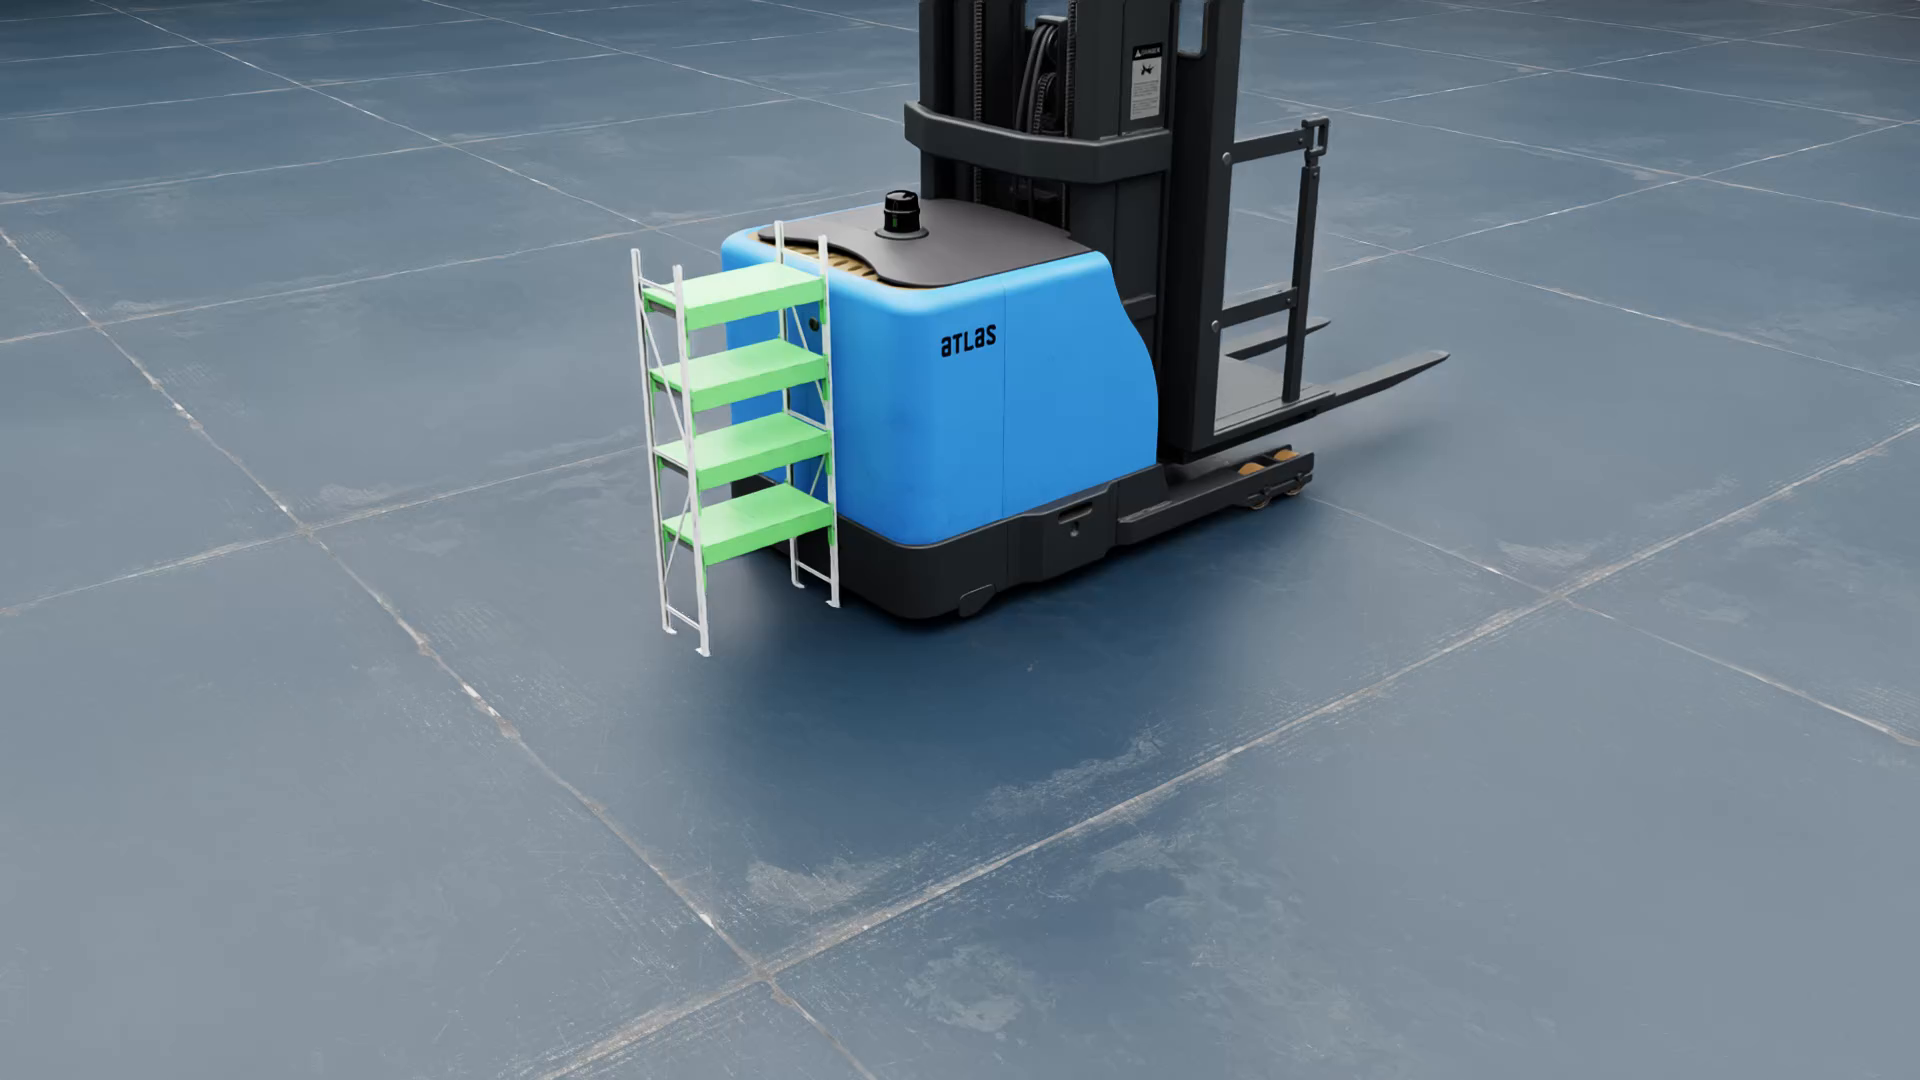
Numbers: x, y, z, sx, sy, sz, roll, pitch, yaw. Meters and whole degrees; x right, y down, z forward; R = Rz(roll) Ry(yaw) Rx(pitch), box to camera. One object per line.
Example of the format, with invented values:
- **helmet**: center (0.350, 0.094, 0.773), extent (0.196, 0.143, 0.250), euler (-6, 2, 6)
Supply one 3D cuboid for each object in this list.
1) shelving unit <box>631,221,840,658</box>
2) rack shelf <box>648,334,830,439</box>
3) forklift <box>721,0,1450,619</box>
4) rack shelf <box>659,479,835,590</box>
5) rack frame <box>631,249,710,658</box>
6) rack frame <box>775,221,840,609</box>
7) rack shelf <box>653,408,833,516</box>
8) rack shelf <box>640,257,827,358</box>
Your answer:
- **shelving unit**: center (-0.651, -0.298, 4.968), extent (0.503, 1.200, 0.258), euler (-20, 32, -36)
- **rack shelf**: center (-0.651, -0.458, 4.894), extent (0.480, 0.148, 0.258), euler (-20, 32, -36)
- **forklift**: center (0.665, -1.588, 5.691), extent (3.031, 2.935, 1.130), euler (-20, 32, -36)
- **rack shelf**: center (-0.651, -0.023, 5.096), extent (0.480, 0.148, 0.258), euler (-20, 32, -36)
- **rack frame**: center (-0.836, -0.231, 4.823), extent (0.015, 1.200, 0.240), euler (-20, 32, -36)
- **rack frame**: center (-0.467, -0.366, 5.112), extent (0.015, 1.200, 0.240), euler (-20, 32, -36)
- **rack shelf**: center (-0.651, -0.240, 4.995), extent (0.480, 0.148, 0.258), euler (-20, 32, -36)
- **rack shelf**: center (-0.651, -0.676, 4.793), extent (0.480, 0.148, 0.258), euler (-20, 32, -36)
